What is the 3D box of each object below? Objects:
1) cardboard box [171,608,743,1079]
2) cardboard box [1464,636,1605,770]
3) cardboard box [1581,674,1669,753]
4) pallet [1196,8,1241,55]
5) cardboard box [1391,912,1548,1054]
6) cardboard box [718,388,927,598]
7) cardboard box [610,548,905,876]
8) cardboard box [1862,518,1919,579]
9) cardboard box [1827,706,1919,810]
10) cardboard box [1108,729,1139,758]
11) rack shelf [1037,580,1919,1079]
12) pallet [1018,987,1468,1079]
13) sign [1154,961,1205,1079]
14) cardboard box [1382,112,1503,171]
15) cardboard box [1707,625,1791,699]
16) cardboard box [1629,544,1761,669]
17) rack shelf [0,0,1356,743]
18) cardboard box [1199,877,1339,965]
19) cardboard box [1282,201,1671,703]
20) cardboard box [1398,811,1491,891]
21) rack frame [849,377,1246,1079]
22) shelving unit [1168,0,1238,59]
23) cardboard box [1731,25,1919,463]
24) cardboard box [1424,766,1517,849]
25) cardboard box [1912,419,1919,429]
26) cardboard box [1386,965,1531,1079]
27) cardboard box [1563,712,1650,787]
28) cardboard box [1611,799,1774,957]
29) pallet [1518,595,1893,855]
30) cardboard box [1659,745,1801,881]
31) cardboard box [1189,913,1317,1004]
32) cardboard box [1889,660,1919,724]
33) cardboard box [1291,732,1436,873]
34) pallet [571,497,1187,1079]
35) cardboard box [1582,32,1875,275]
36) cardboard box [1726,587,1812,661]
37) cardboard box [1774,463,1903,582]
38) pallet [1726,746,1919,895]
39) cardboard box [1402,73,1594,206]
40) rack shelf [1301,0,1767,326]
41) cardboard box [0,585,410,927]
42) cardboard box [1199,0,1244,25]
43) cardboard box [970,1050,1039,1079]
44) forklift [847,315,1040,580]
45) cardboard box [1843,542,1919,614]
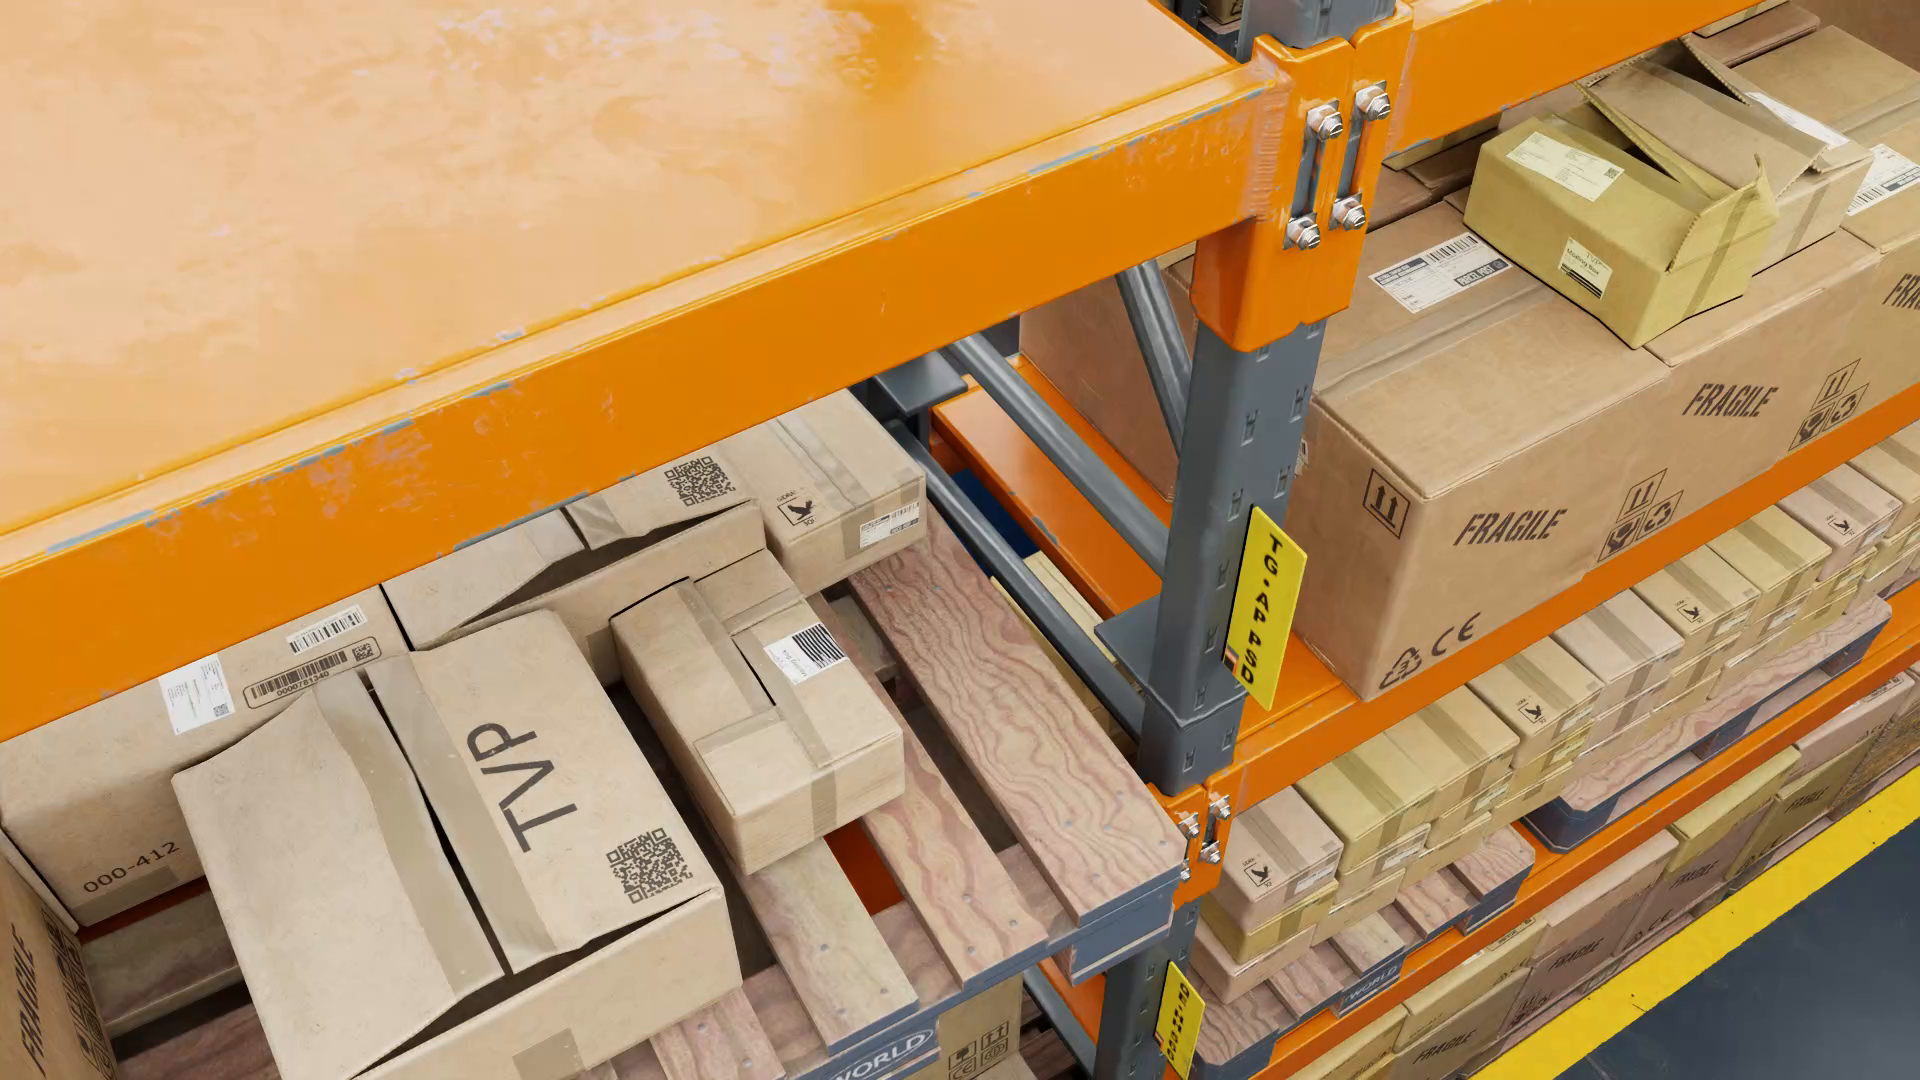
[{"bbox_3d":[-0.614,0.404,2.030,0.500,0.311,0.500,-25,53,-21],"label":"cardboard box"},{"bbox_3d":[1.264,0.314,3.896,0.250,0.149,0.380,-27,54,-22],"label":"cardboard box"},{"bbox_3d":[1.502,0.301,4.107,0.250,0.149,0.380,-25,53,-21],"label":"cardboard box"},{"bbox_3d":[1.616,-3.154,9.363,1.213,0.211,1.003,-25,53,-21],"label":"pallet"},{"bbox_3d":[1.251,1.057,4.636,0.500,0.250,0.500,-26,53,-21],"label":"cardboard box"},{"bbox_3d":[-0.258,-0.116,2.602,0.250,0.149,0.380,-27,54,-22],"label":"cardboard box"},{"bbox_3d":[-0.280,0.223,2.287,0.250,0.166,0.380,-25,53,-21],"label":"cardboard box"},{"bbox_3d":[2.378,-0.110,4.472,0.250,0.149,0.380,-28,54,-23],"label":"cardboard box"},{"bbox_3d":[3.001,0.490,5.643,0.500,0.500,0.500,-26,53,-21],"label":"cardboard box"},{"bbox_3d":[0.281,0.396,4.221,0.250,0.149,0.380,-24,53,-20],"label":"cardboard box"},{"bbox_3d":[1.801,0.381,4.829,4.000,0.370,1.077,-25,53,-21],"label":"rack shelf"},{"bbox_3d":[0.771,1.556,5.169,1.213,0.211,1.003,-25,53,-21],"label":"pallet"},{"bbox_3d":[0.408,0.903,3.107,0.005,0.325,0.100,-25,53,-21],"label":"sign"},{"bbox_3d":[0.739,-0.886,2.888,0.258,0.266,0.396,-25,53,-21],"label":"cardboard box"},{"bbox_3d":[1.937,0.199,4.396,0.250,0.149,0.380,-27,54,-22],"label":"cardboard box"},{"bbox_3d":[1.714,0.098,4.088,0.250,0.149,0.380,-24,52,-20],"label":"cardboard box"},{"bbox_3d":[-1.582,0.113,1.319,4.000,0.370,1.077,-25,53,-21],"label":"rack shelf"},{"bbox_3d":[0.625,0.718,3.735,0.250,0.149,0.380,-23,52,-19],"label":"cardboard box"},{"bbox_3d":[0.735,-0.152,2.746,0.500,0.500,0.500,-25,53,-21],"label":"cardboard box"},{"bbox_3d":[1.051,0.617,4.024,0.250,0.149,0.380,-23,52,-19],"label":"cardboard box"},{"bbox_3d":[0.110,0.939,3.851,0.127,3.000,1.000,-25,53,-21],"label":"rack frame"},{"bbox_3d":[0.577,-0.920,6.108,0.503,2.100,0.431,-21,52,-18],"label":"shelving unit"},{"bbox_3d":[1.574,-0.558,3.108,0.500,0.500,0.500,-25,53,-21],"label":"cardboard box"},{"bbox_3d":[1.078,0.500,3.929,0.250,0.149,0.380,-27,54,-22],"label":"cardboard box"},{"bbox_3d":[2.589,-0.312,4.453,0.250,0.149,0.380,-25,53,-21],"label":"cardboard box"},{"bbox_3d":[1.267,1.307,4.915,0.500,0.500,0.500,-25,53,-20],"label":"cardboard box"},{"bbox_3d":[1.502,0.401,4.217,0.250,0.149,0.380,-24,52,-20],"label":"cardboard box"},{"bbox_3d":[2.131,0.896,5.281,0.500,0.500,0.500,-26,53,-22],"label":"cardboard box"},{"bbox_3d":[1.762,0.188,4.648,1.213,0.211,1.003,-25,53,-21],"label":"pallet"},{"bbox_3d":[2.116,0.659,4.990,0.500,0.250,0.500,-27,54,-22],"label":"cardboard box"},{"bbox_3d":[0.596,0.832,3.833,0.250,0.149,0.380,-26,53,-21],"label":"cardboard box"},{"bbox_3d":[2.997,0.243,5.360,0.500,0.250,0.500,-27,53,-22],"label":"cardboard box"},{"bbox_3d":[0.830,0.514,3.718,0.250,0.149,0.380,-27,54,-22],"label":"cardboard box"},{"bbox_3d":[-0.407,0.294,2.543,1.003,0.211,1.213,-23,52,-19],"label":"pallet"},{"bbox_3d":[1.229,-0.666,2.692,0.258,0.266,0.396,-25,53,-21],"label":"cardboard box"},{"bbox_3d":[1.940,0.094,4.291,0.250,0.149,0.380,-23,52,-20],"label":"cardboard box"},{"bbox_3d":[2.154,-0.107,4.271,0.250,0.149,0.380,-27,54,-22],"label":"cardboard box"},{"bbox_3d":[2.835,0.583,6.035,1.213,0.211,1.003,-25,53,-21],"label":"pallet"},{"bbox_3d":[0.873,-0.688,3.224,0.500,0.500,0.500,-25,53,-21],"label":"cardboard box"},{"bbox_3d":[1.801,-1.481,2.738,4.000,0.370,1.077,-25,53,-21],"label":"rack shelf"},{"bbox_3d":[-1.044,0.167,2.282,0.500,0.250,0.500,-24,53,-20],"label":"cardboard box"},{"bbox_3d":[1.532,-3.474,8.922,0.875,0.875,0.875,-25,53,-21],"label":"cardboard box"},{"bbox_3d":[-0.128,1.254,3.503,0.500,0.500,0.500,-25,53,-21],"label":"cardboard box"},{"bbox_3d":[-1.027,-0.629,5.293,3.031,2.935,1.130,-21,52,-18],"label":"forklift"},{"bbox_3d":[2.387,-0.012,4.584,0.250,0.149,0.380,-27,54,-22],"label":"cardboard box"}]
